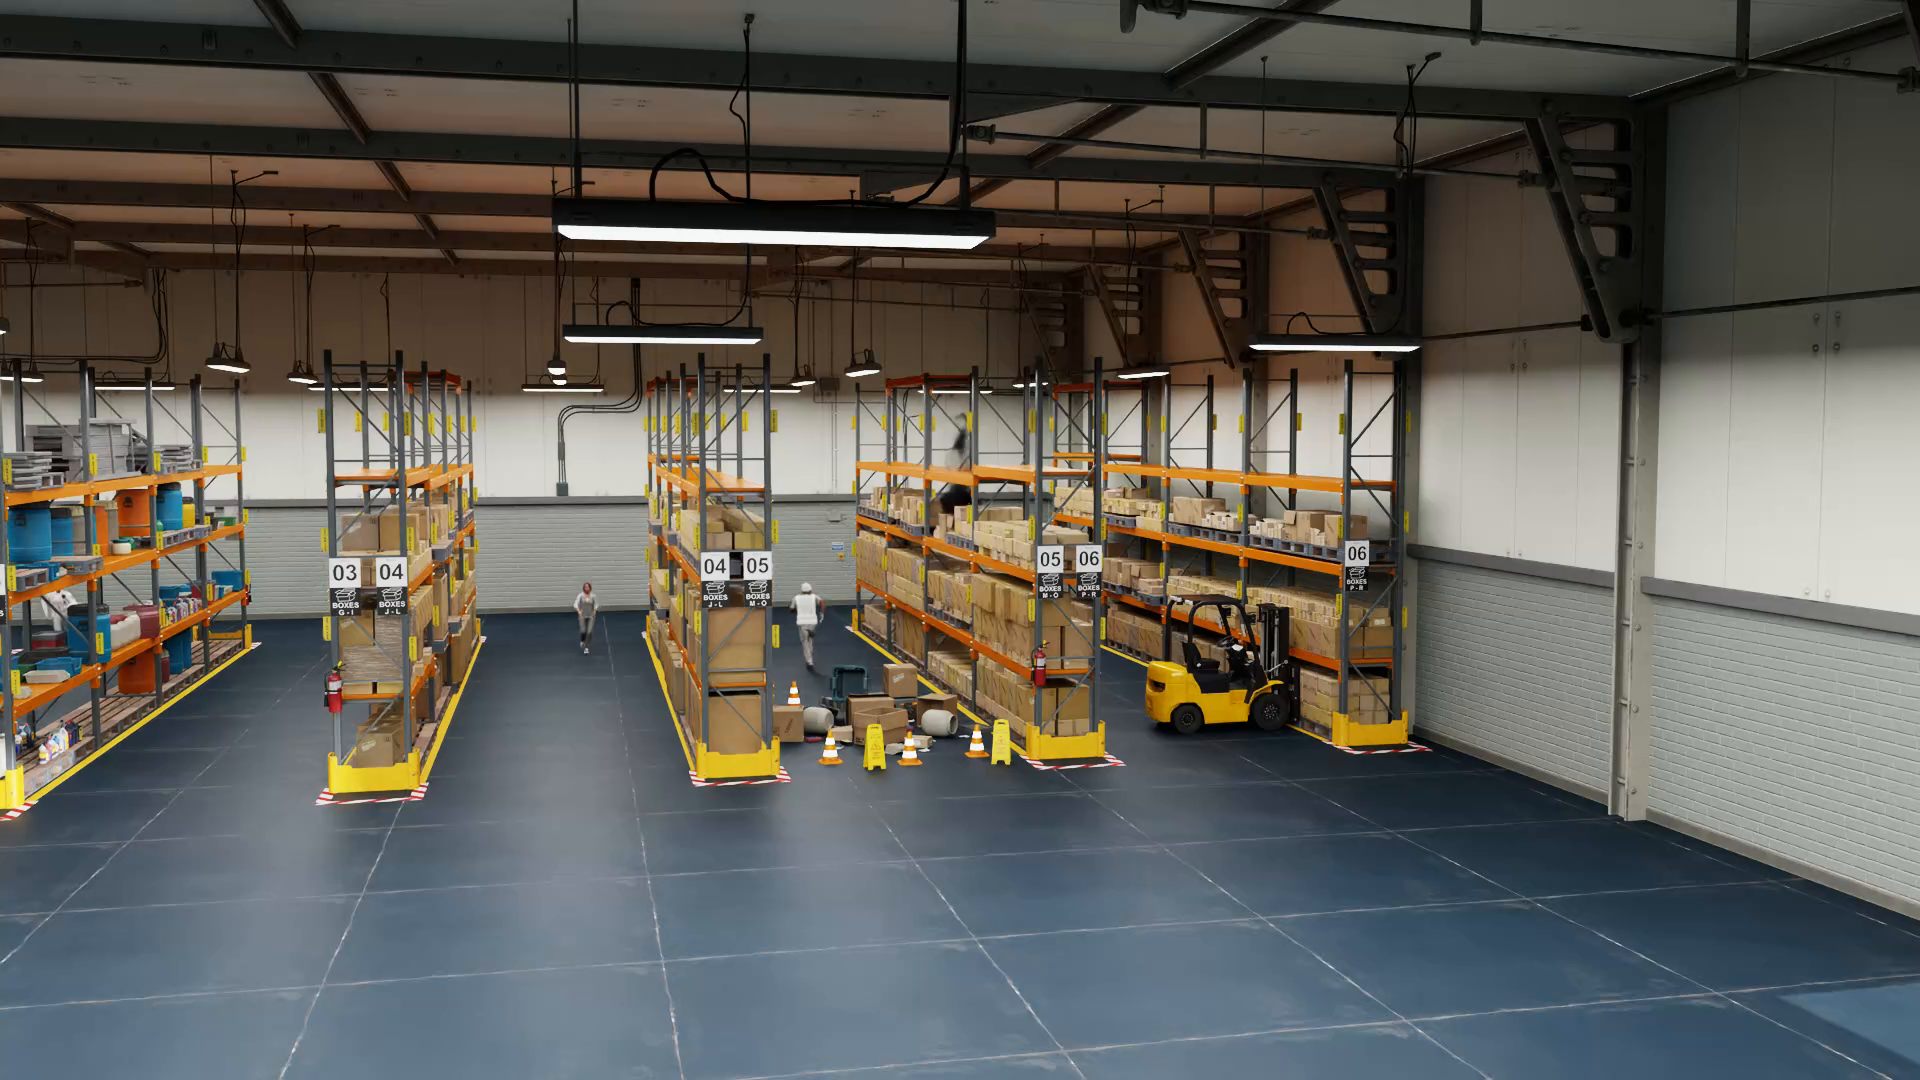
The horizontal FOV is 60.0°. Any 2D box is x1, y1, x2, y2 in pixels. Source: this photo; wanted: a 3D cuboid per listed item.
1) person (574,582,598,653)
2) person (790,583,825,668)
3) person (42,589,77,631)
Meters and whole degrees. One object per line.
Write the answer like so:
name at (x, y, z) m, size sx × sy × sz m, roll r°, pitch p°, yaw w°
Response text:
person at (-8.146, 1.699, 36.297) m, size 0.516 × 1.554 × 0.529 m, roll -1°, pitch 4°, yaw -19°
person at (-3.103, 1.781, 33.860) m, size 0.673 × 1.785 × 0.976 m, roll -1°, pitch 4°, yaw -16°
person at (-19.335, 1.678, 35.710) m, size 0.685 × 1.726 × 0.825 m, roll -2°, pitch 4°, yaw -24°
